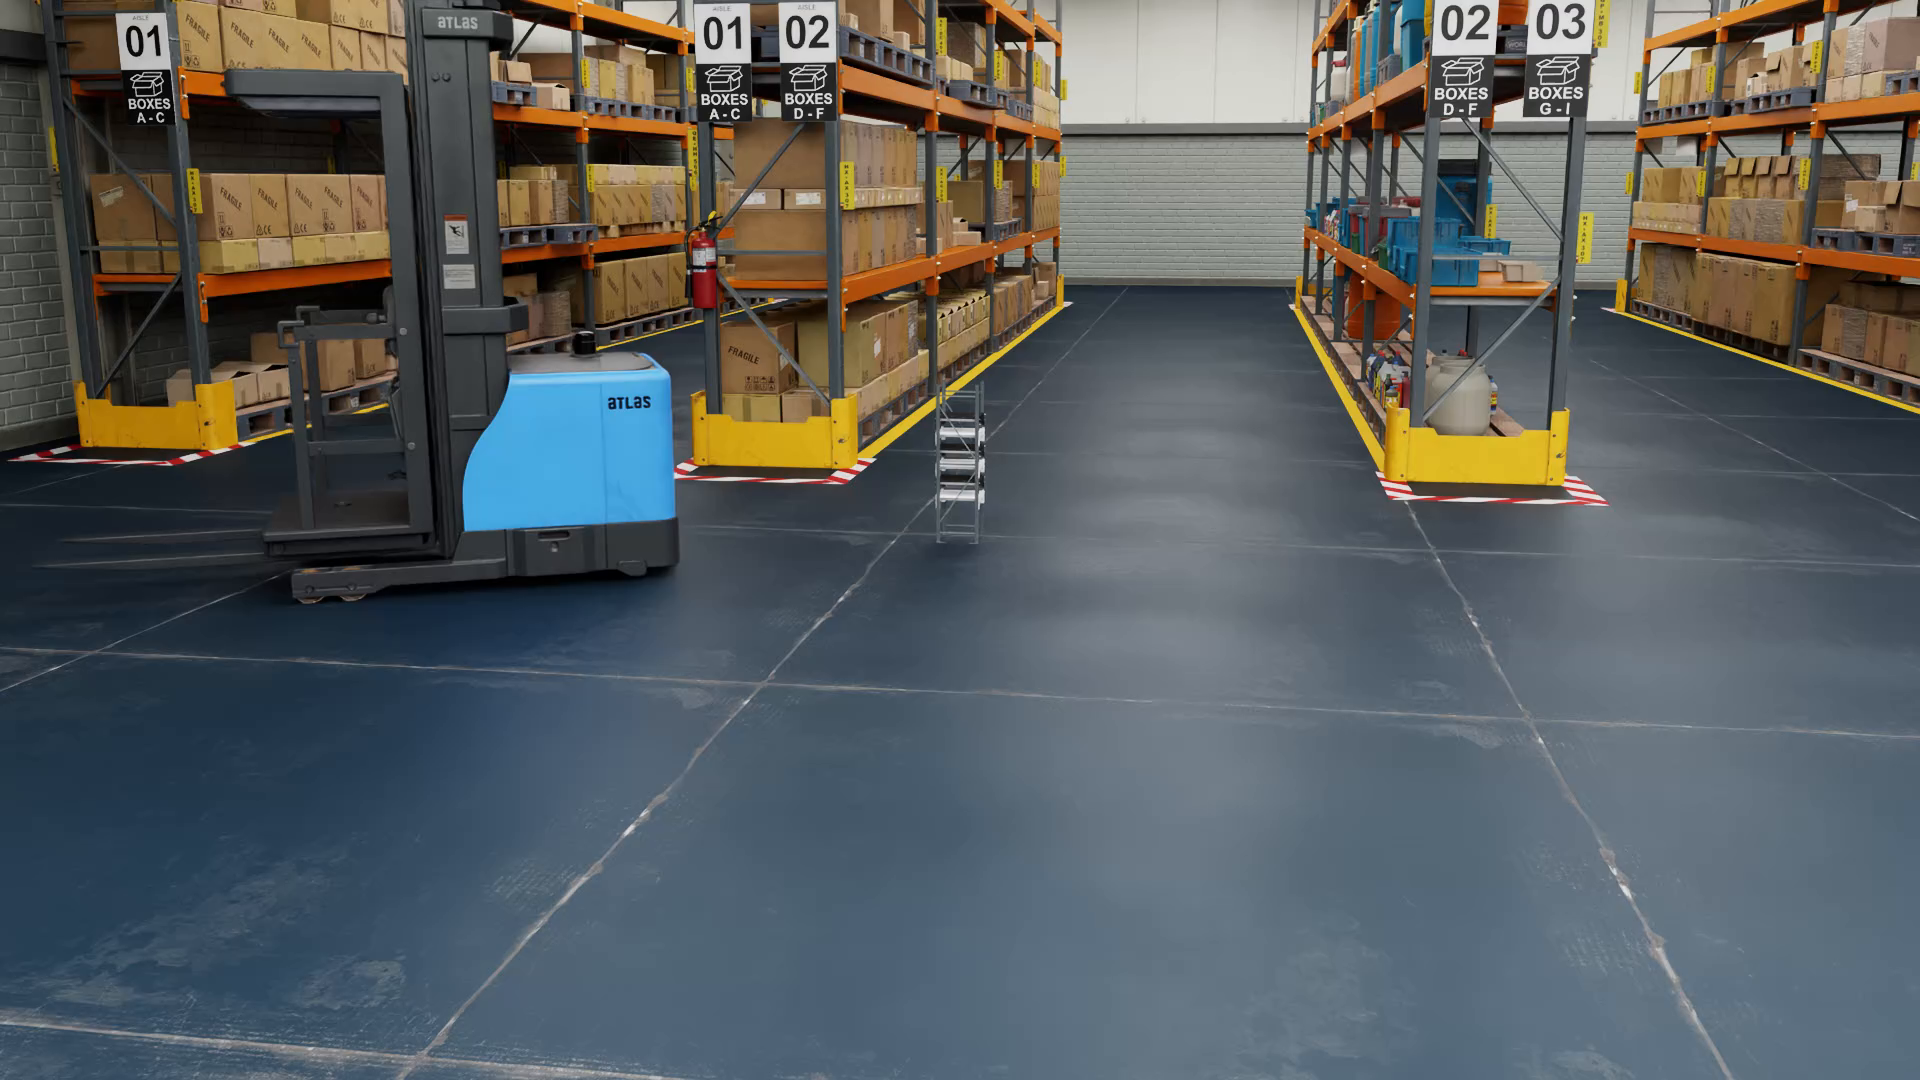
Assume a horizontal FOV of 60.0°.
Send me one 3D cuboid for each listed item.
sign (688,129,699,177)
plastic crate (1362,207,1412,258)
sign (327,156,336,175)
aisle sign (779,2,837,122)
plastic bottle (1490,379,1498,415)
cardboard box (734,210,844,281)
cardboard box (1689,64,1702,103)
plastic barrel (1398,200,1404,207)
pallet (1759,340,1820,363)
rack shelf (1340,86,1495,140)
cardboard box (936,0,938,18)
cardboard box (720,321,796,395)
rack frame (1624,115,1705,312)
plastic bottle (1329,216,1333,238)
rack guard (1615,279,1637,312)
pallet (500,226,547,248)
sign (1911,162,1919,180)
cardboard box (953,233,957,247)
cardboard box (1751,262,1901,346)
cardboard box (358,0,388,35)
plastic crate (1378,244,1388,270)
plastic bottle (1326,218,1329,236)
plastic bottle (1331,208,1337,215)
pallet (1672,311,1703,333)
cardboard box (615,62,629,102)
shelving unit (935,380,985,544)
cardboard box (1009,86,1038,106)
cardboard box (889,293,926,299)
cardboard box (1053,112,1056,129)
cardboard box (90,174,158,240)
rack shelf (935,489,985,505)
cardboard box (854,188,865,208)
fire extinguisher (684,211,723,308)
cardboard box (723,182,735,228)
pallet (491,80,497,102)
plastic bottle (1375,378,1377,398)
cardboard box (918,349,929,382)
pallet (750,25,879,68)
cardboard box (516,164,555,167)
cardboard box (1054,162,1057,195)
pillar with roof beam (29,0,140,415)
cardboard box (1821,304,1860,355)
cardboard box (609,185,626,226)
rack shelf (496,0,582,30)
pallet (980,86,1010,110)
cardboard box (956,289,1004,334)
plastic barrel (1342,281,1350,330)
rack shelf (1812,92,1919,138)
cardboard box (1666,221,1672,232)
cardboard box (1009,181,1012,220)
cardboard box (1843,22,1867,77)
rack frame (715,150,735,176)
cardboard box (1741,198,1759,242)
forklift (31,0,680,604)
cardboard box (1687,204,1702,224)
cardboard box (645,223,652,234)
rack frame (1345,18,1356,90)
[{"bbox_3d":[-1.869,-2.732,11.741,0.100,0.325,0.005,2,12,9],"label":"sign"},{"bbox_3d":[3.946,-2.843,15.415,0.402,0.464,0.583,2,12,9],"label":"plastic crate"},{"bbox_3d":[-6.164,-3.606,16.356,0.100,0.325,0.005,2,12,9],"label":"sign"},{"bbox_3d":[-1.043,-3.277,11.410,0.394,0.787,0.004,2,12,9],"label":"aisle sign"},{"bbox_3d":[4.145,-1.117,12.990,0.097,0.271,0.097,0,12,0],"label":"plastic bottle"},{"bbox_3d":[-1.251,-2.176,12.232,0.700,0.500,0.500,2,12,9],"label":"cardboard box"},{"bbox_3d":[10.446,-6.252,22.794,0.700,0.500,0.500,3,12,12],"label":"cardboard box"},{"bbox_3d":[4.842,-3.368,17.735,0.421,0.512,0.421,0,12,0],"label":"plastic barrel"},{"bbox_3d":[9.879,-2.172,19.072,1.003,0.211,1.213,2,12,9],"label":"pallet"},{"bbox_3d":[4.481,-4.232,16.600,1.077,0.370,4.000,2,12,9],"label":"rack shelf"},{"bbox_3d":[-0.522,-5.074,16.377,0.500,0.500,0.500,3,13,14],"label":"cardboard box"},{"bbox_3d":[-1.547,-1.379,12.522,0.500,0.500,0.500,2,12,9],"label":"cardboard box"},{"bbox_3d":[10.913,-5.039,25.755,1.000,3.000,0.127,2,12,9],"label":"rack frame"},{"bbox_3d":[4.778,-3.981,21.141,0.152,0.276,0.135,2,12,9],"label":"plastic bottle"},{"bbox_3d":[10.917,-3.822,26.042,1.175,0.500,0.348,2,12,9],"label":"rack guard"},{"bbox_3d":[-5.264,-3.348,18.364,1.003,0.211,1.213,2,12,9],"label":"pallet"},{"bbox_3d":[10.221,-3.885,17.841,0.100,0.325,0.005,2,12,9],"label":"sign"},{"bbox_3d":[-0.245,-3.305,18.307,0.380,0.149,0.250,3,12,13],"label":"cardboard box"},{"bbox_3d":[9.810,-2.683,18.871,1.225,0.875,0.875,1,12,6],"label":"cardboard box"},{"bbox_3d":[-5.499,-4.808,14.905,0.500,0.500,0.500,3,12,12],"label":"cardboard box"},{"bbox_3d":[3.686,-2.324,13.662,0.450,0.188,0.662,2,12,9],"label":"plastic crate"},{"bbox_3d":[4.855,-4.120,21.798,0.097,0.271,0.097,0,12,0],"label":"plastic bottle"},{"bbox_3d":[5.023,-4.271,22.311,0.144,0.351,0.185,2,12,9],"label":"plastic bottle"},{"bbox_3d":[10.492,-2.999,22.908,1.003,0.211,1.213,2,12,9],"label":"pallet"},{"bbox_3d":[-4.791,-6.018,21.897,0.700,0.500,0.500,2,12,9],"label":"cardboard box"},{"bbox_3d":[0.001,-0.442,9.406,0.258,0.900,0.210,2,12,9],"label":"shelving unit"},{"bbox_3d":[0.830,-6.259,23.464,0.500,0.250,0.500,2,12,9],"label":"cardboard box"},{"bbox_3d":[-0.548,-2.622,18.736,0.500,0.311,0.500,2,12,7],"label":"cardboard box"},{"bbox_3d":[1.219,-6.535,25.931,0.500,0.250,0.500,2,12,9],"label":"cardboard box"},{"bbox_3d":[-6.368,-2.598,12.956,0.500,0.500,0.500,2,12,8],"label":"cardboard box"},{"bbox_3d":[0.001,-0.233,9.451,0.258,0.077,0.200,2,12,9],"label":"rack shelf"},{"bbox_3d":[-0.944,-2.630,12.800,0.380,0.149,0.250,2,12,8],"label":"cardboard box"},{"bbox_3d":[-1.812,-1.983,11.757,0.296,0.674,0.183,2,12,9],"label":"fire extinguisher"},{"bbox_3d":[-4.066,-5.250,26.024,0.980,0.700,0.700,1,12,6],"label":"cardboard box"},{"bbox_3d":[-5.415,-4.522,16.682,1.213,0.211,1.003,2,12,9],"label":"pallet"},{"bbox_3d":[3.544,-1.297,13.987,0.097,0.201,0.097,0,12,0],"label":"plastic bottle"},{"bbox_3d":[-0.576,-1.620,15.421,0.500,0.250,0.500,2,12,9],"label":"cardboard box"},{"bbox_3d":[-1.201,-3.600,12.165,1.003,0.211,1.213,2,12,9],"label":"pallet"},{"bbox_3d":[-5.187,-4.529,20.616,0.500,0.250,0.500,2,12,10],"label":"cardboard box"},{"bbox_3d":[1.252,-5.692,26.173,0.500,0.500,0.500,2,12,10],"label":"cardboard box"},{"bbox_3d":[-2.724,-5.157,12.061,9.100,9.000,0.400,2,12,9],"label":"pillar with roof beam"},{"bbox_3d":[9.600,-2.227,17.594,0.700,0.500,0.500,1,12,6],"label":"cardboard box"},{"bbox_3d":[-4.583,-4.261,21.153,0.500,0.500,0.500,2,12,11],"label":"cardboard box"},{"bbox_3d":[-5.308,-5.824,17.816,1.077,0.370,4.000,2,12,9],"label":"rack shelf"},{"bbox_3d":[-0.121,-4.925,18.555,1.213,0.211,1.003,2,12,11],"label":"pallet"},{"bbox_3d":[0.247,-2.774,20.134,0.500,0.500,0.500,2,12,11],"label":"cardboard box"},{"bbox_3d":[5.021,-2.898,20.548,0.600,0.588,0.708,2,12,9],"label":"plastic barrel"},{"bbox_3d":[9.375,-4.072,15.855,1.077,0.370,4.000,2,12,9],"label":"rack shelf"},{"bbox_3d":[10.219,-4.425,23.503,0.380,0.149,0.250,2,12,8],"label":"cardboard box"},{"bbox_3d":[0.299,-4.412,21.614,0.700,0.500,0.500,-1,12,-6],"label":"cardboard box"},{"bbox_3d":[9.275,-4.938,16.744,0.500,0.500,0.500,2,12,9],"label":"cardboard box"},{"bbox_3d":[-3.770,-5.520,27.989,1.000,3.000,0.127,2,12,9],"label":"rack frame"},{"bbox_3d":[9.752,-3.851,20.005,0.500,0.500,0.500,2,12,10],"label":"cardboard box"},{"bbox_3d":[-3.030,-1.247,8.323,3.031,2.935,1.130,-4,13,-16],"label":"forklift"},{"bbox_3d":[10.107,-4.379,22.342,0.500,0.250,0.500,2,12,8],"label":"cardboard box"},{"bbox_3d":[-4.396,-4.232,22.560,0.380,0.149,0.250,2,12,7],"label":"cardboard box"},{"bbox_3d":[4.789,-6.467,18.140,1.000,3.000,0.127,2,12,9],"label":"rack frame"}]
